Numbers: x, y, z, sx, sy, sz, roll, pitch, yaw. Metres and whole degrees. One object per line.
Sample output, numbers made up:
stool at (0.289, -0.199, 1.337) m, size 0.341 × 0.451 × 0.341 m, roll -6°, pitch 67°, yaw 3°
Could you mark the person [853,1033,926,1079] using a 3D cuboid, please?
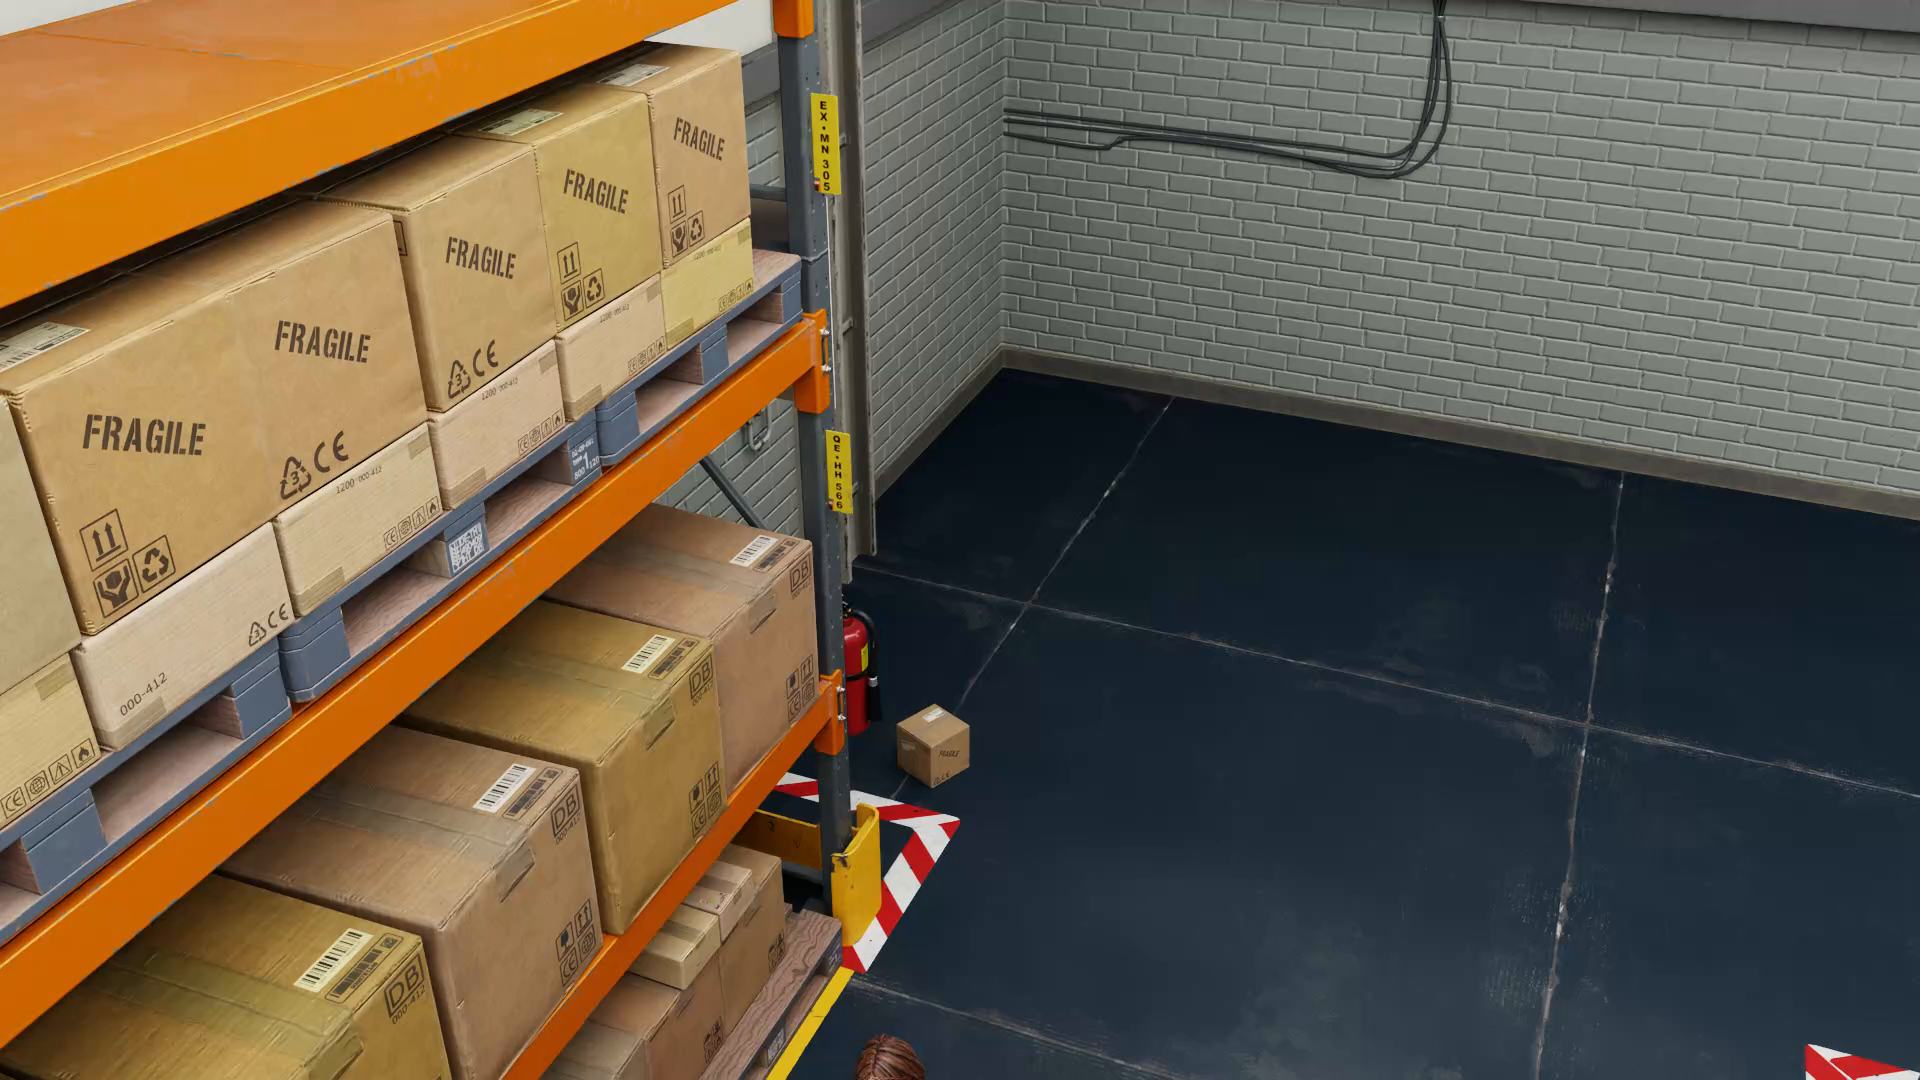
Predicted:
person at (-0.169, 2.037, 4.852) m, size 0.427 × 1.559 × 0.857 m, roll 11°, pitch 32°, yaw 19°
